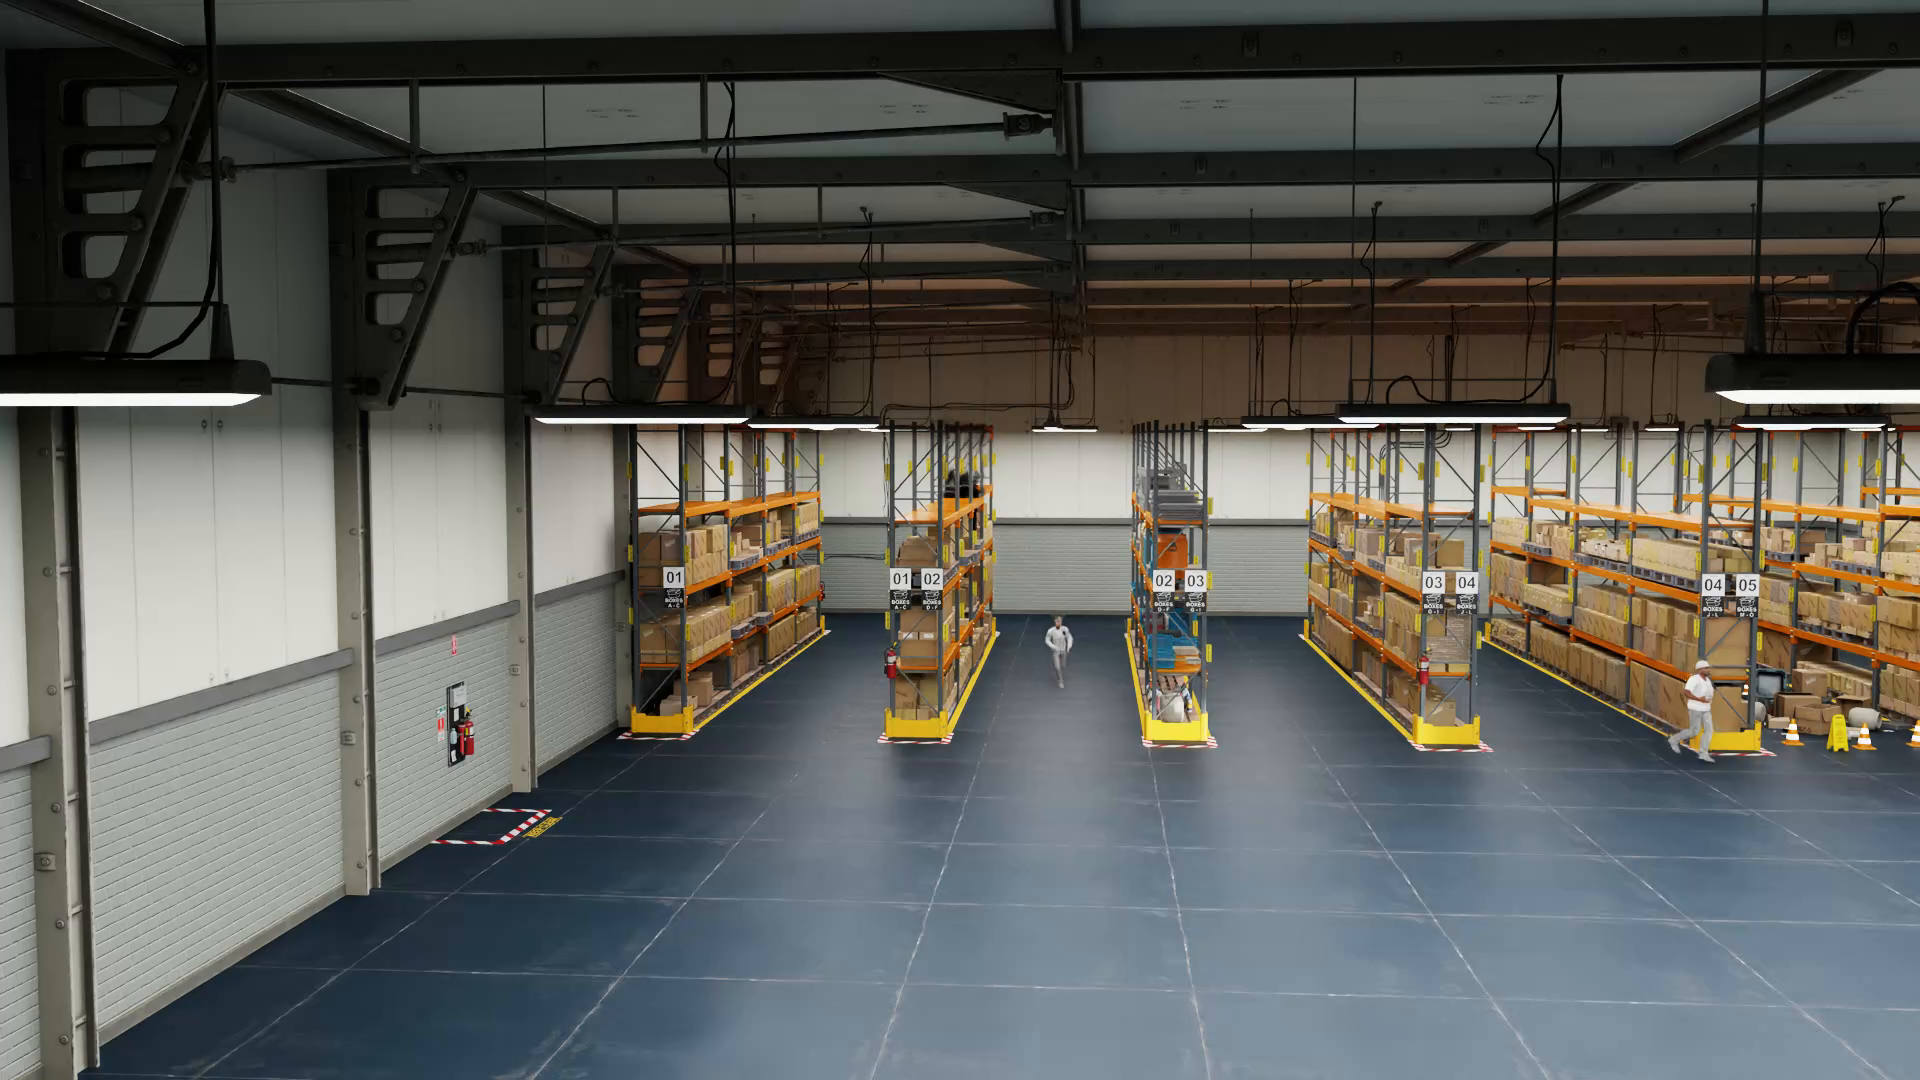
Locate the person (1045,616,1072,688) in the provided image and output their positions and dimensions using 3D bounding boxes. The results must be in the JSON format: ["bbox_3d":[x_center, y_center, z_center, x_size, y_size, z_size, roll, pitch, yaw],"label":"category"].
[{"bbox_3d":[2.244,2.531,37.824,0.649,1.654,0.640,-1,4,-10],"label":"person"}]

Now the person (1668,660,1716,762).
[{"bbox_3d":[13.017,2.996,29.357,0.709,1.762,0.852,-2,4,-33],"label":"person"}]
